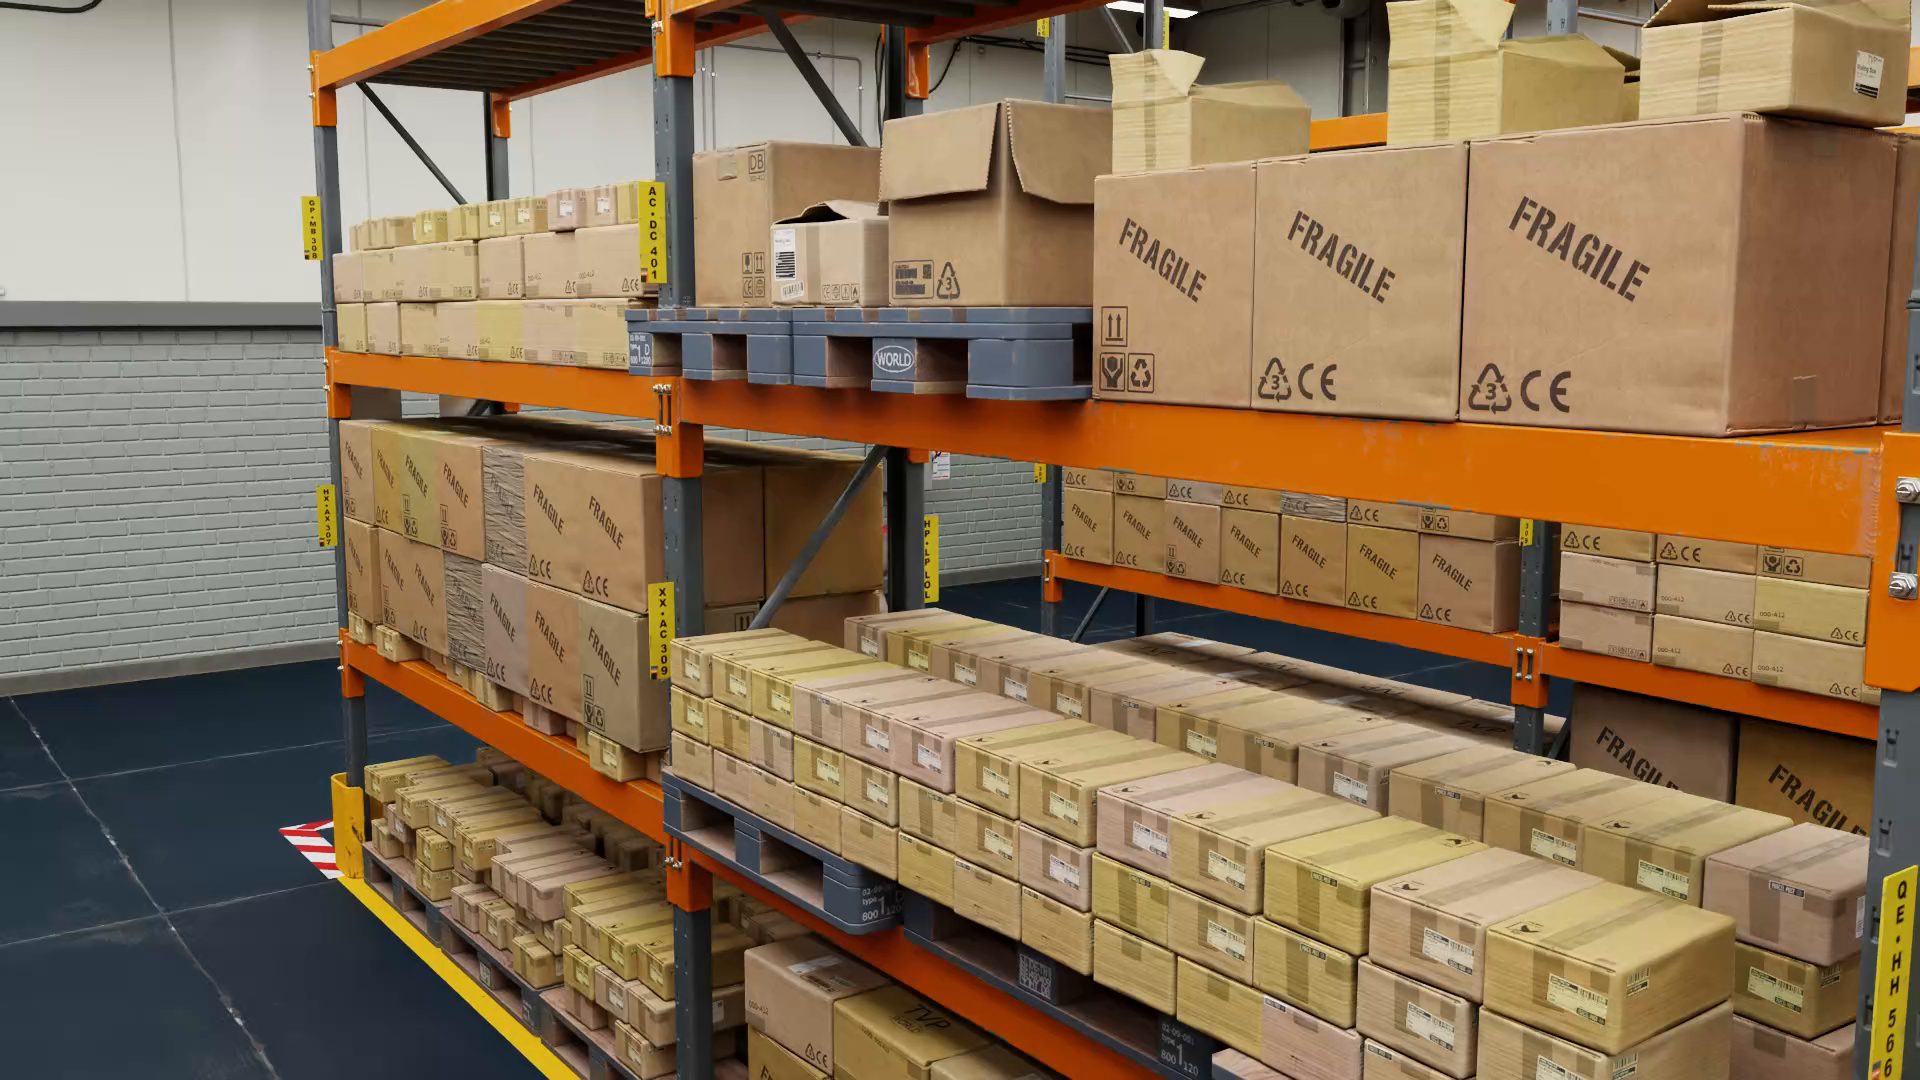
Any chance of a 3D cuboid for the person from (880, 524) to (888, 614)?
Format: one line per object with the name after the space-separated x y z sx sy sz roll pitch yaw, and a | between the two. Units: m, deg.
-0.798 0.310 16.382 0.528 0.976 0.958 -6 10 -39 | person
